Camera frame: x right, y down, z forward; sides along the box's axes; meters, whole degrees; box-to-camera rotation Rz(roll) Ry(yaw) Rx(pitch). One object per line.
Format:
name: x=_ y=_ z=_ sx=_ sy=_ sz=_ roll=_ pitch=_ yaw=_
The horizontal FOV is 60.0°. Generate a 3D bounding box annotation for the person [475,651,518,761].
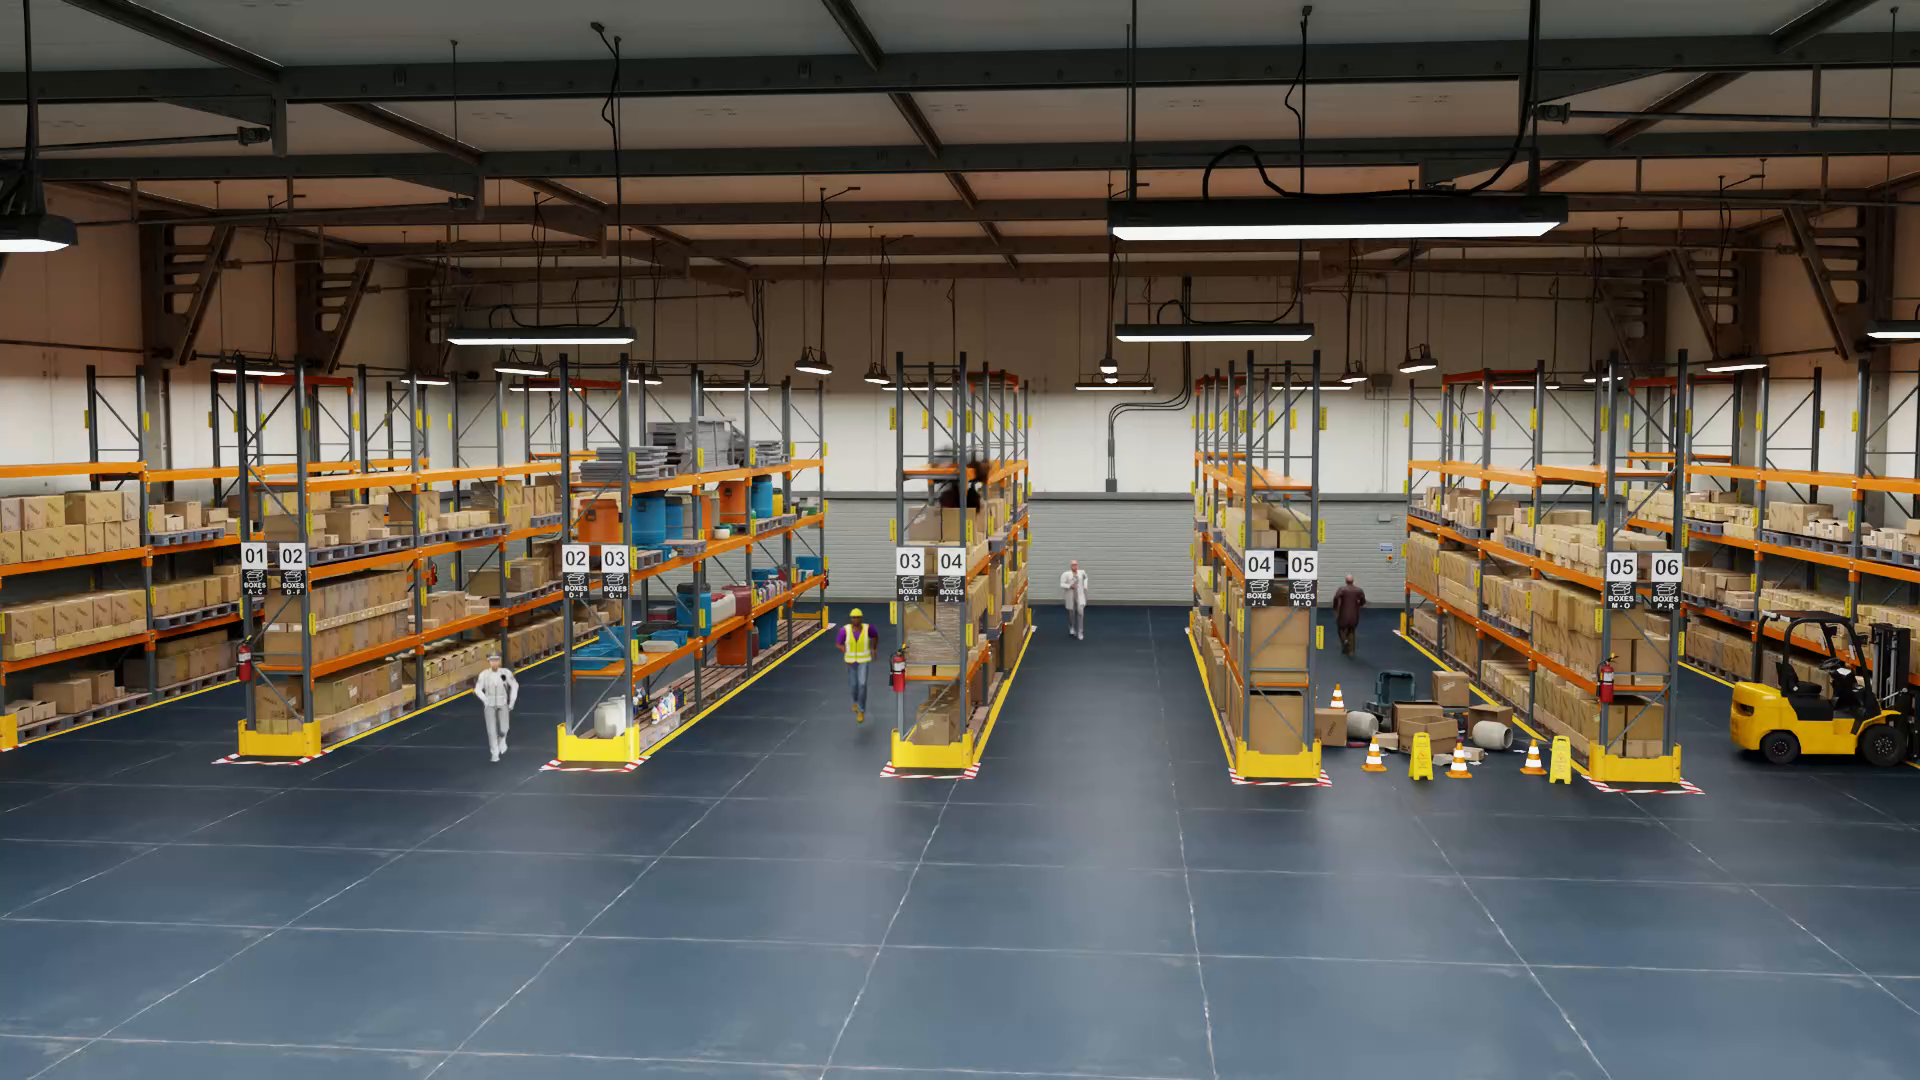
person: x=-6.809 y=2.442 z=24.451 sx=0.623 sy=1.645 sz=0.559 roll=-1 pitch=4 yaw=-15

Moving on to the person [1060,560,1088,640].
person: x=2.649 y=1.373 z=38.618 sx=0.652 sy=1.830 sz=0.957 roll=0 pitch=4 yaw=0

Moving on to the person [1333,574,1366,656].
person: x=8.301 y=1.600 z=35.623 sx=0.749 sy=1.740 sz=0.636 roll=0 pitch=4 yaw=-4

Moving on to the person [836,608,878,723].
person: x=-1.668 y=1.986 z=26.832 sx=0.640 sy=1.796 sz=0.890 roll=0 pitch=4 yaw=6
